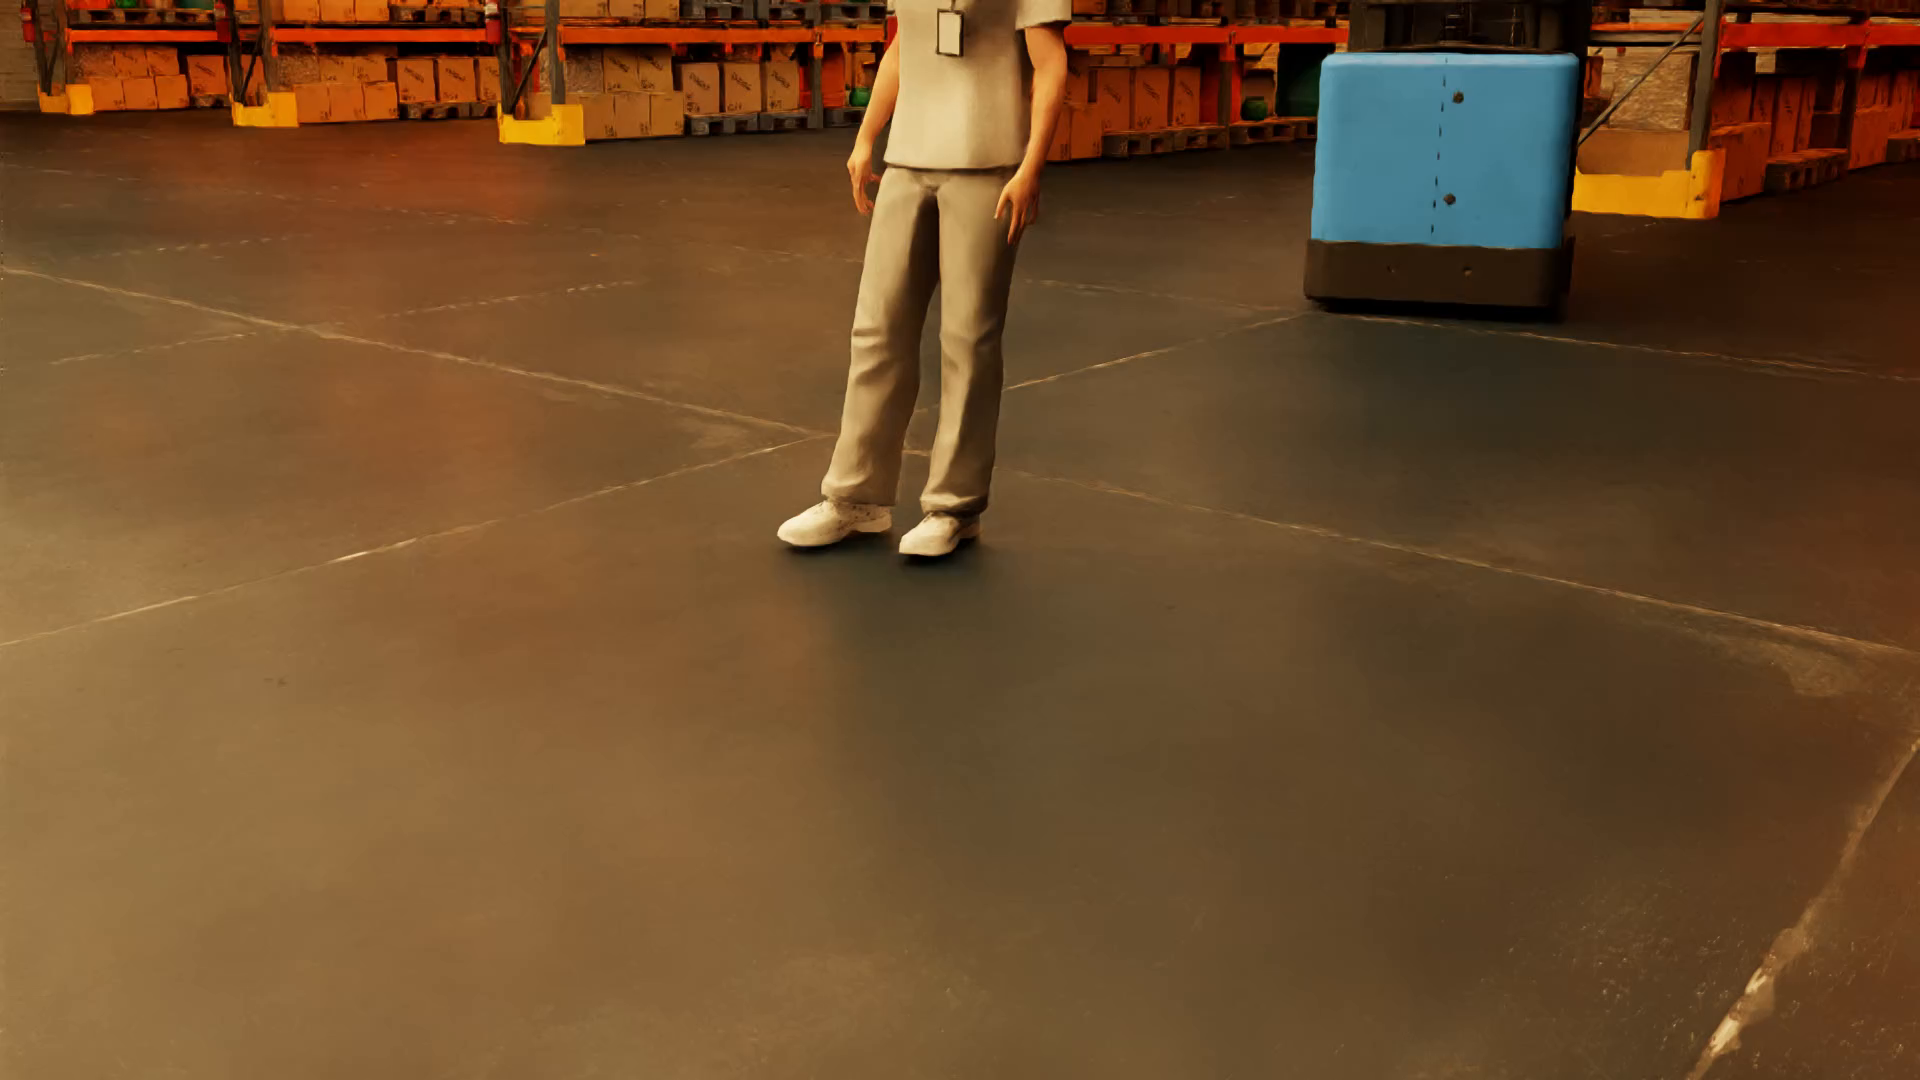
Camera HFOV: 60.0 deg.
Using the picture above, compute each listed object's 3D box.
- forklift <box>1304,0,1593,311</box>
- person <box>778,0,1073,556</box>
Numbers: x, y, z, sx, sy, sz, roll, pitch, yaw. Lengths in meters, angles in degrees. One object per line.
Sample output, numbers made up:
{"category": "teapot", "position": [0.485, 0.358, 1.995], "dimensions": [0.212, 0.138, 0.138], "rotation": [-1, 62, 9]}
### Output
{"category": "forklift", "position": [2.467, -2.749, 7.950], "dimensions": [1.130, 2.935, 3.031], "rotation": [6, 18, 19]}
{"category": "person", "position": [-0.057, -0.794, 3.650], "dimensions": [0.550, 1.674, 0.548], "rotation": [13, 21, 37]}
